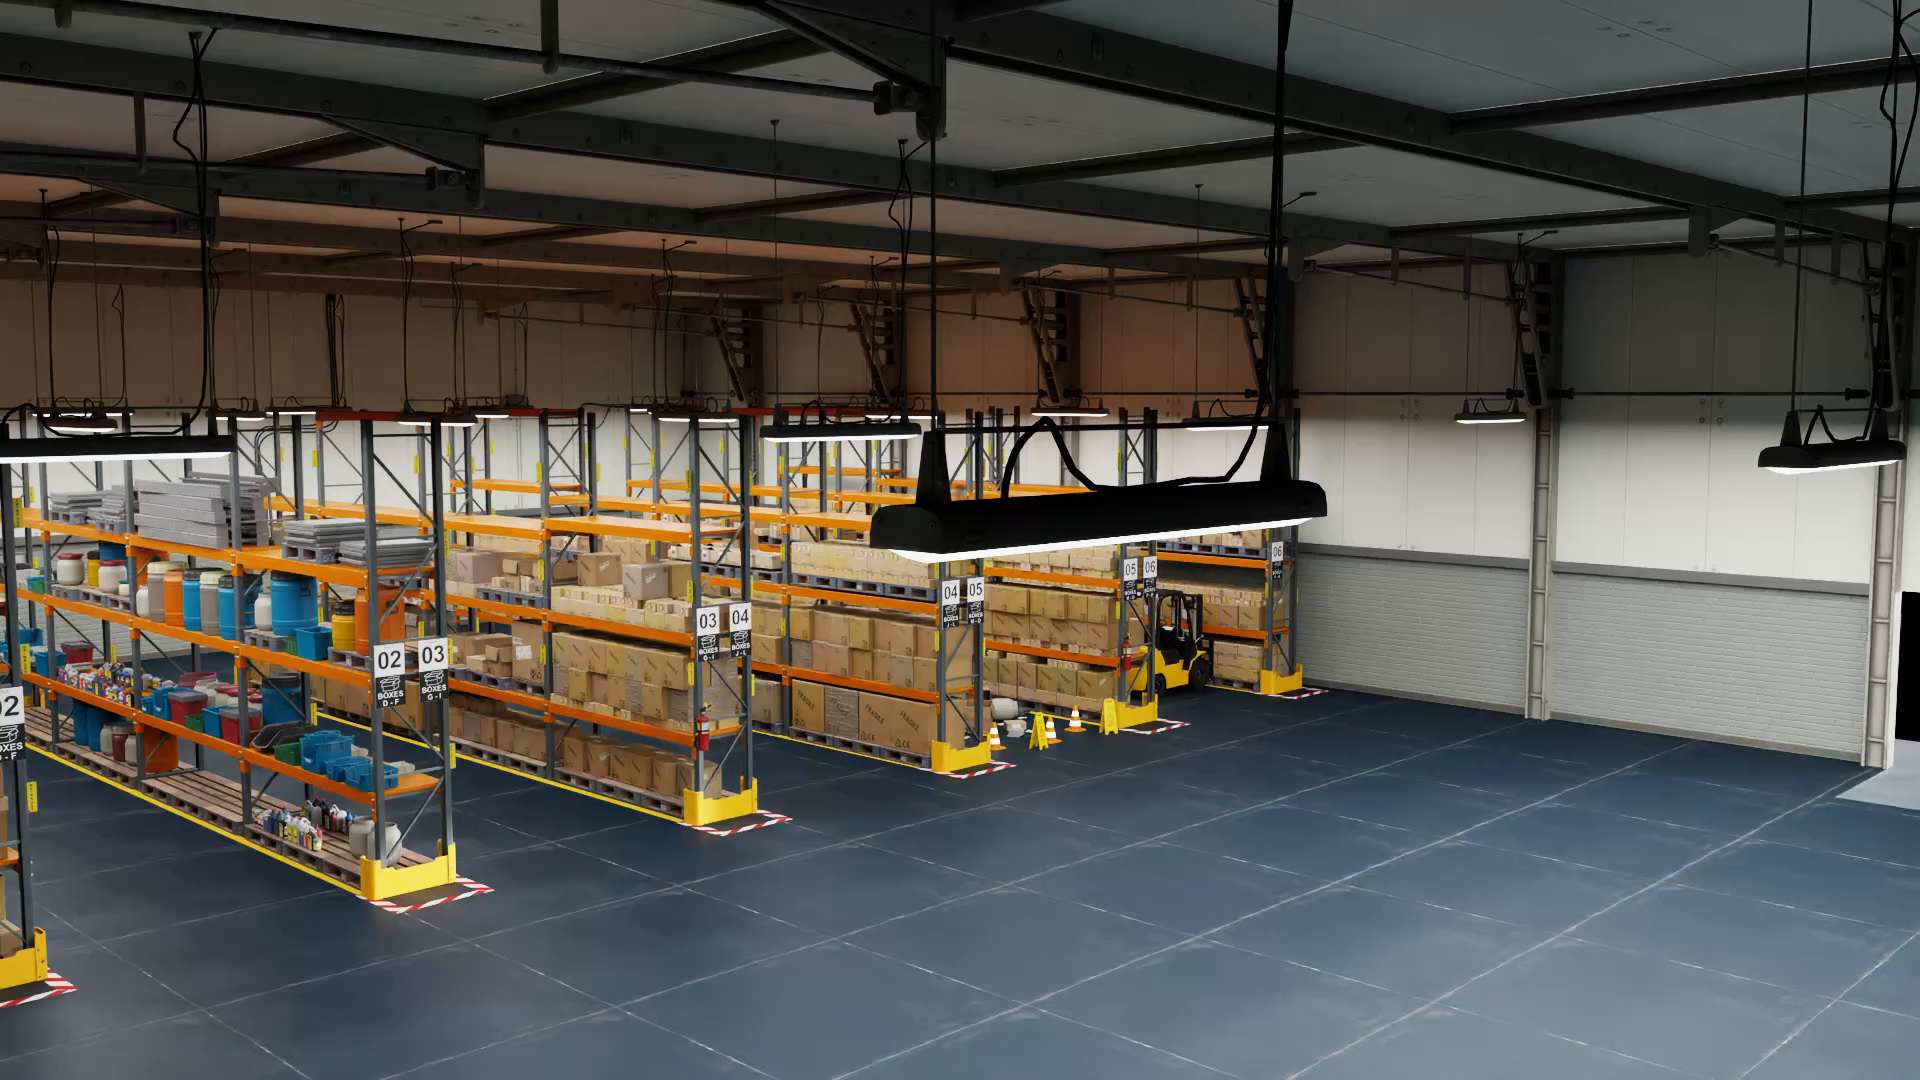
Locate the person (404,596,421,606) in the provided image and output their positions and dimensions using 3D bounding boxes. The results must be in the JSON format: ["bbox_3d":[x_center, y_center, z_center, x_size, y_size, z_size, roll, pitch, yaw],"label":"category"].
[{"bbox_3d":[-12.818,1.960,38.841,1.032,1.779,0.662,5,7,44],"label":"person"}]

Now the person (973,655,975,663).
[{"bbox_3d":[0.133,2.172,37.052,0.781,1.819,0.677,4,7,41],"label":"person"}]
